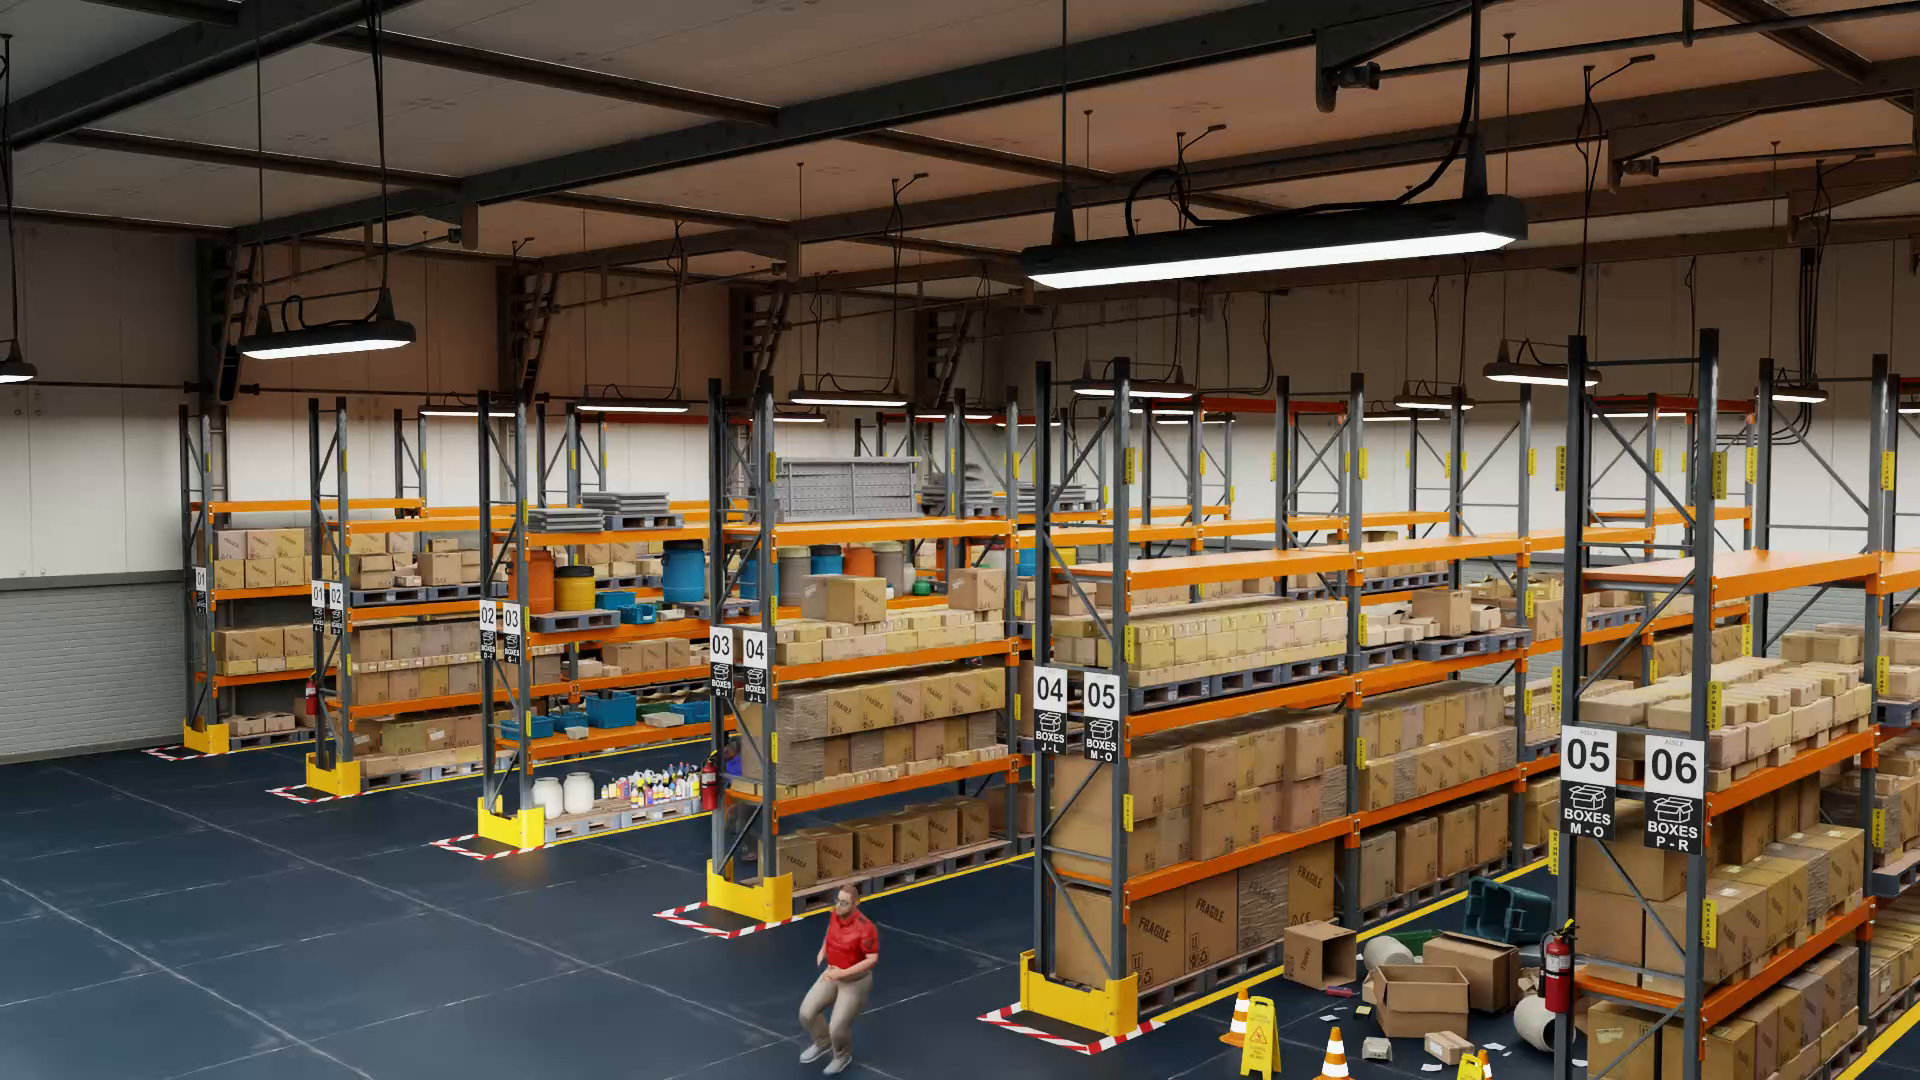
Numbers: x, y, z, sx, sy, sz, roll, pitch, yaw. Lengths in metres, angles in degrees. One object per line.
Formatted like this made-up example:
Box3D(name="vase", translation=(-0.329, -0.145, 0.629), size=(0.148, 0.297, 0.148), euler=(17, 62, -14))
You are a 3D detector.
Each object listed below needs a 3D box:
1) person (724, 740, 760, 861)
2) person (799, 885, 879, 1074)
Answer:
Box3D(name="person", translation=(-2.741, 3.267, 20.920), size=(0.637, 1.559, 0.588), euler=(-2, 4, -33))
Box3D(name="person", translation=(-1.020, 3.650, 13.709), size=(0.853, 1.653, 0.678), euler=(2, 4, 33))
